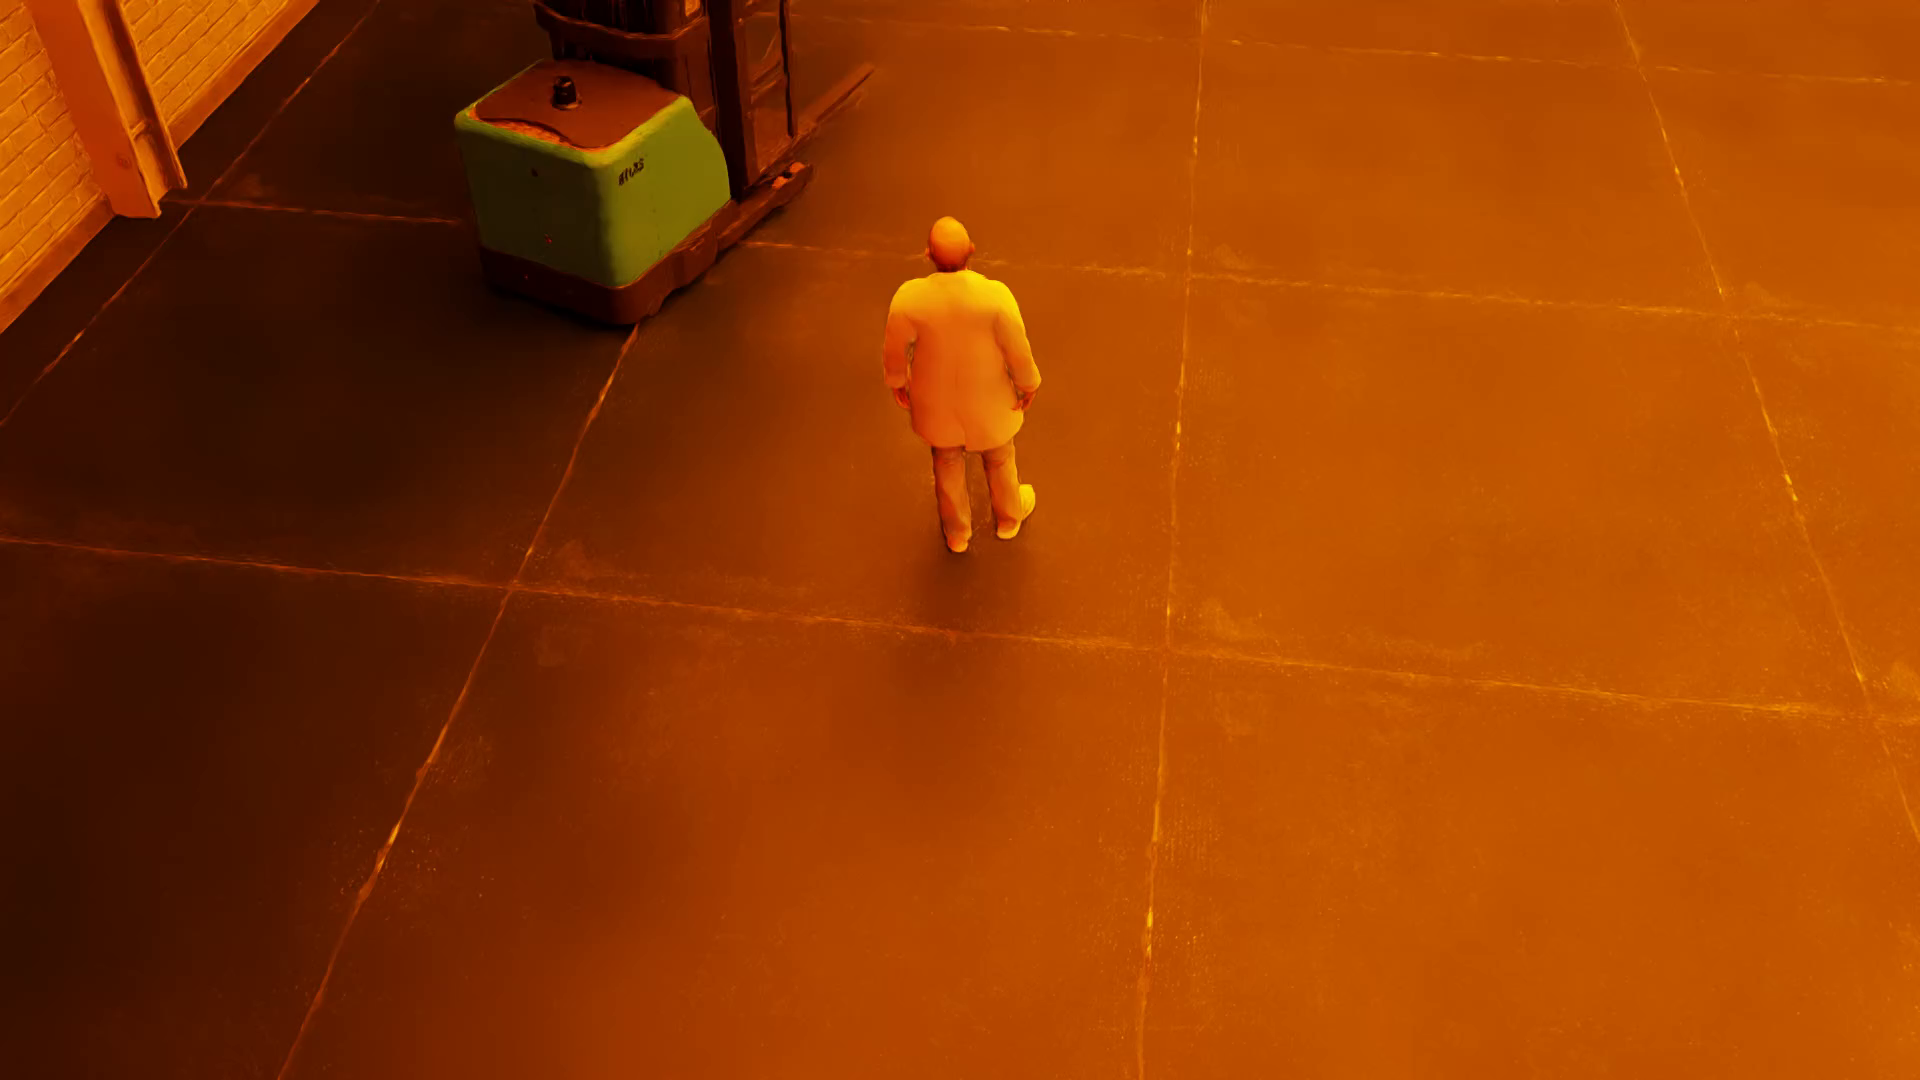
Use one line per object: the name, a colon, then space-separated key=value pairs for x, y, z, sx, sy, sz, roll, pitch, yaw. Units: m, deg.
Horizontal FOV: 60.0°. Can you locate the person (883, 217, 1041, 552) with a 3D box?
person: x=0.017 y=-0.720 z=7.351 sx=0.694 sy=1.776 sz=0.579 roll=5 pitch=43 yaw=6

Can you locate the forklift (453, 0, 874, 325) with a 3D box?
forklift: x=-1.560 y=-3.245 z=9.257 sx=1.130 sy=2.935 sz=3.031 roll=19 pitch=46 yaw=20
